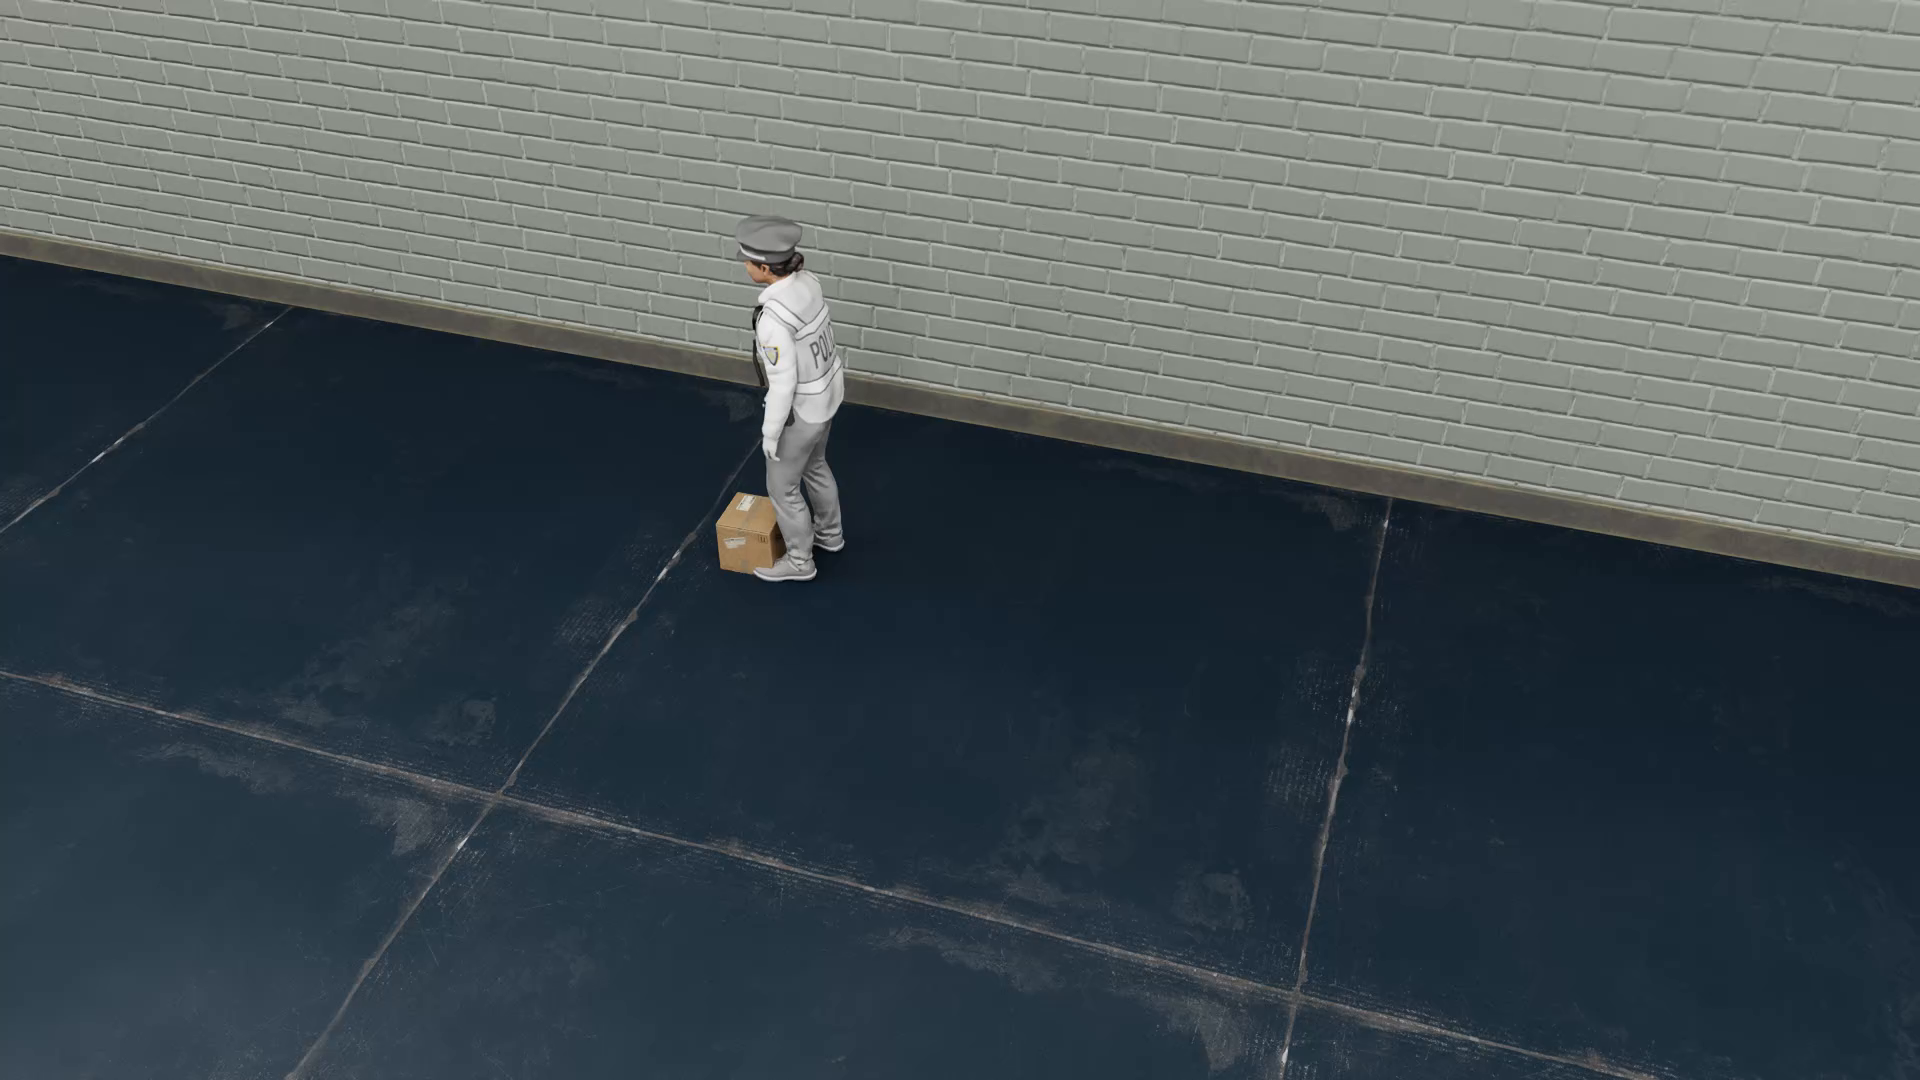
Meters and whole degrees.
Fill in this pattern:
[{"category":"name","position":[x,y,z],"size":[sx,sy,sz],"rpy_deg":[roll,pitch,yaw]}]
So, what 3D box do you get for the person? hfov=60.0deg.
[{"category":"person","position":[-0.692,-0.547,6.867],"size":[0.405,1.663,0.536],"rpy_deg":[10,38,13]}]
